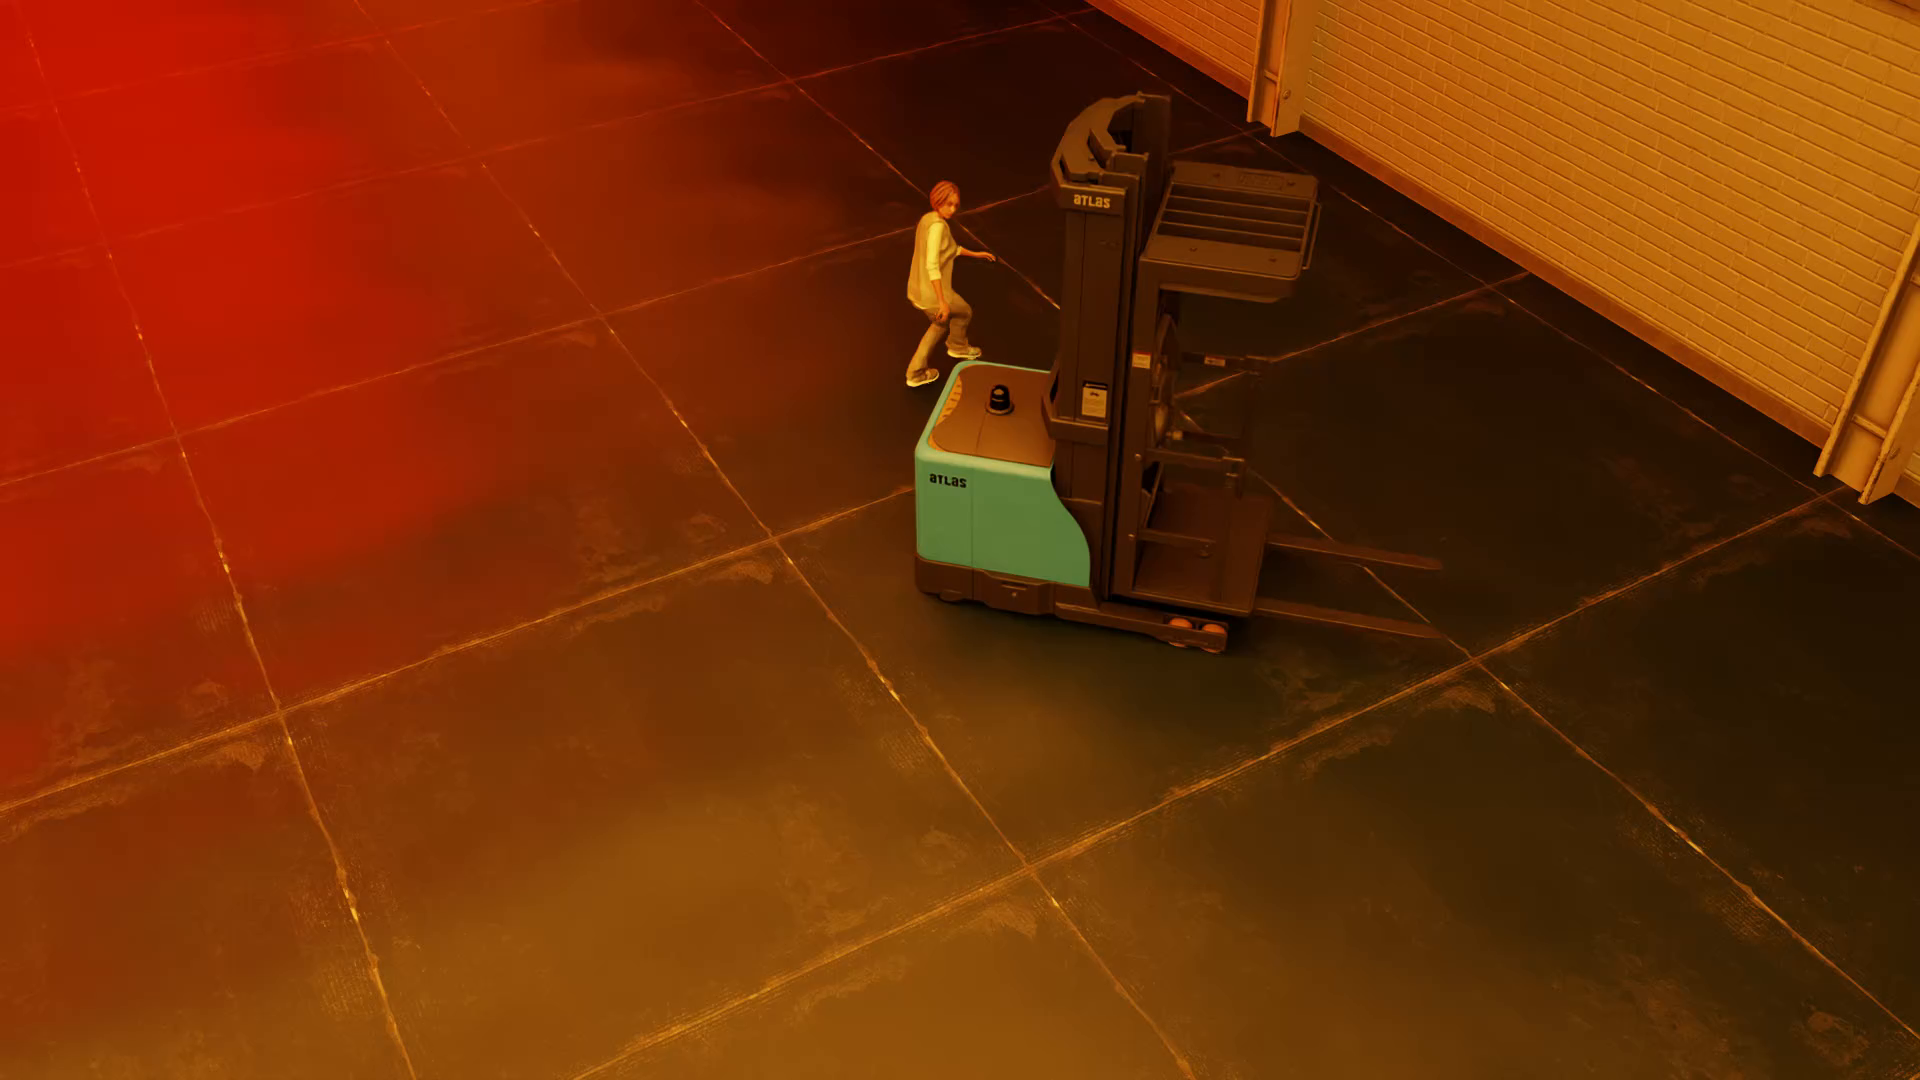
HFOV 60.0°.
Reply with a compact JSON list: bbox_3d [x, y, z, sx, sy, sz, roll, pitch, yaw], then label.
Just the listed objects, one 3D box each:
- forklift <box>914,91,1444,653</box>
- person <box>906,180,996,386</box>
[{"bbox_3d":[1.306,-0.858,9.071,3.031,2.935,1.130,10,41,11],"label":"forklift"},{"bbox_3d":[-0.037,-1.703,11.255,0.730,1.451,0.645,-21,44,-24],"label":"person"}]
